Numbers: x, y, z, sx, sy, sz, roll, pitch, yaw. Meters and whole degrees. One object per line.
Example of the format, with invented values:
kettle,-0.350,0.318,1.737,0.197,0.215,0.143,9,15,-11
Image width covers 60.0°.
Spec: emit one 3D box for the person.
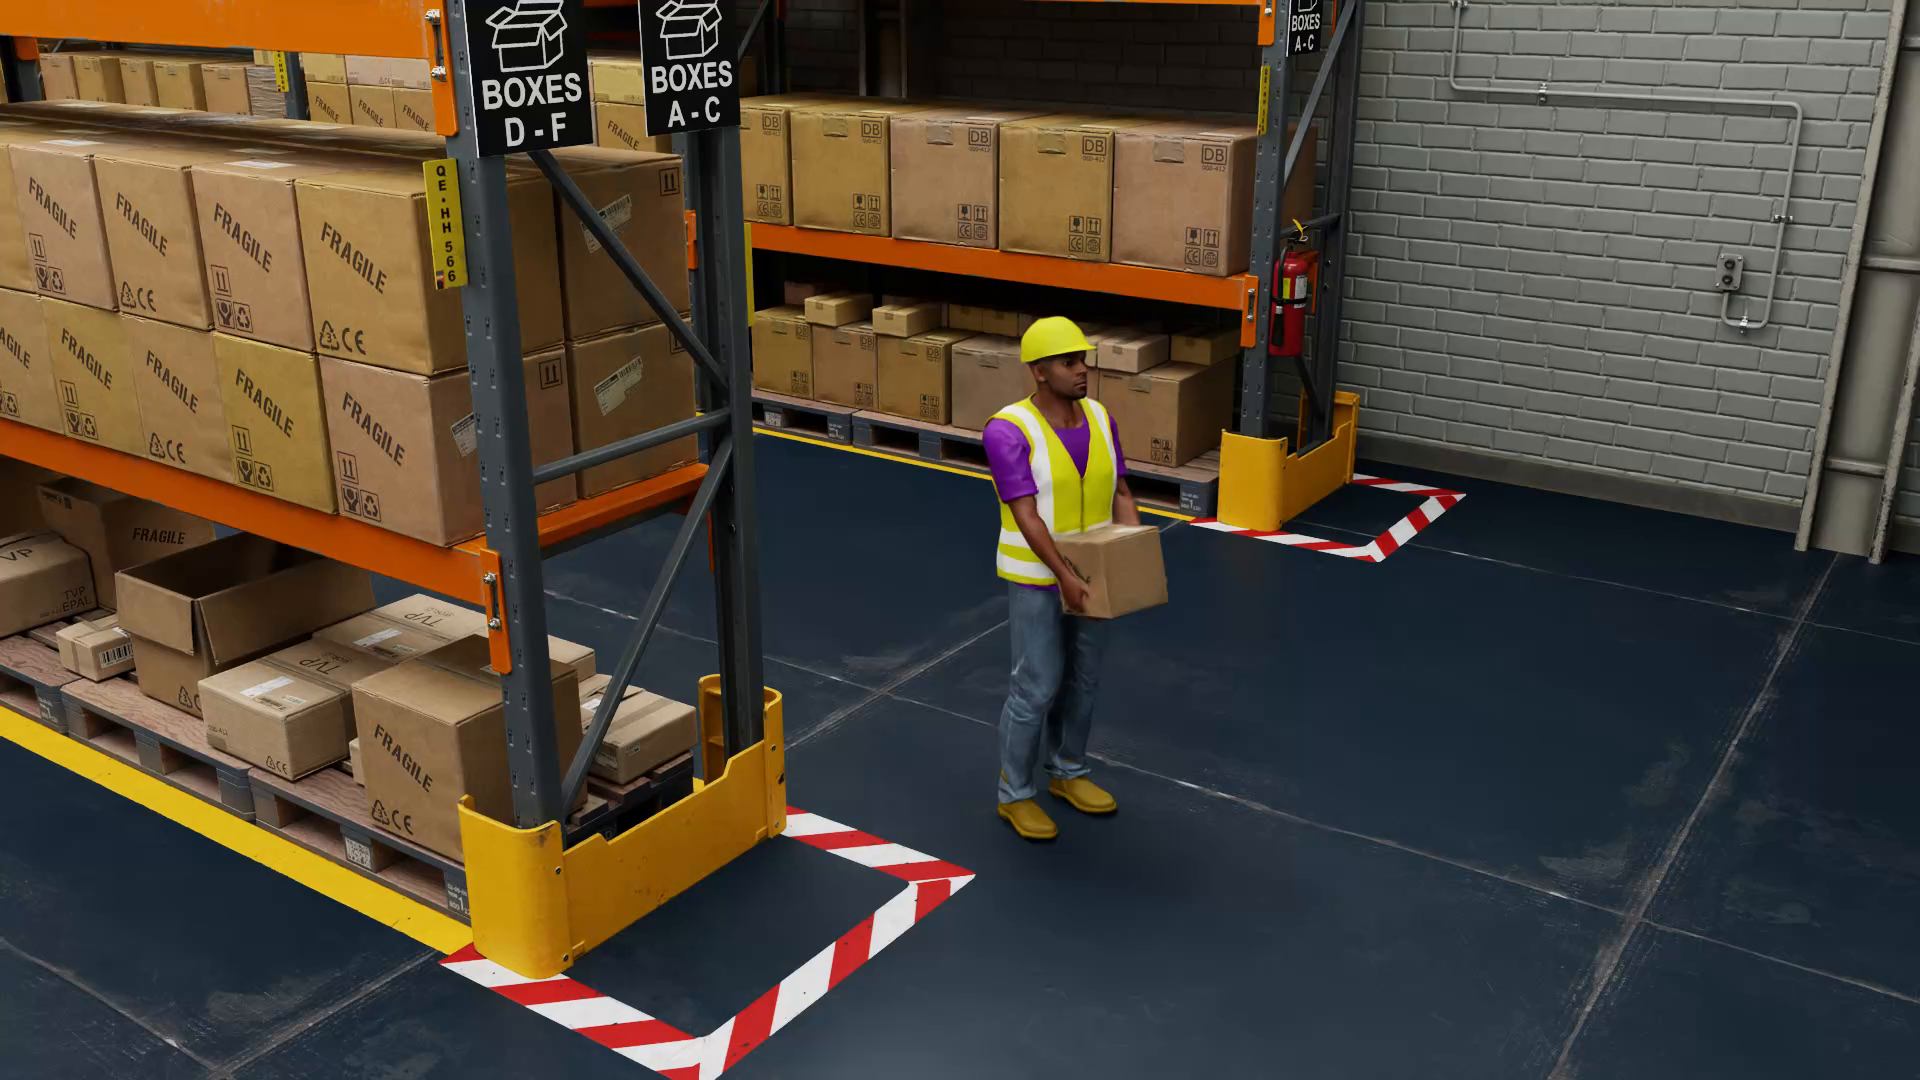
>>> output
person,0.395,0.146,5.630,0.516,1.766,0.571,-14,24,-33
